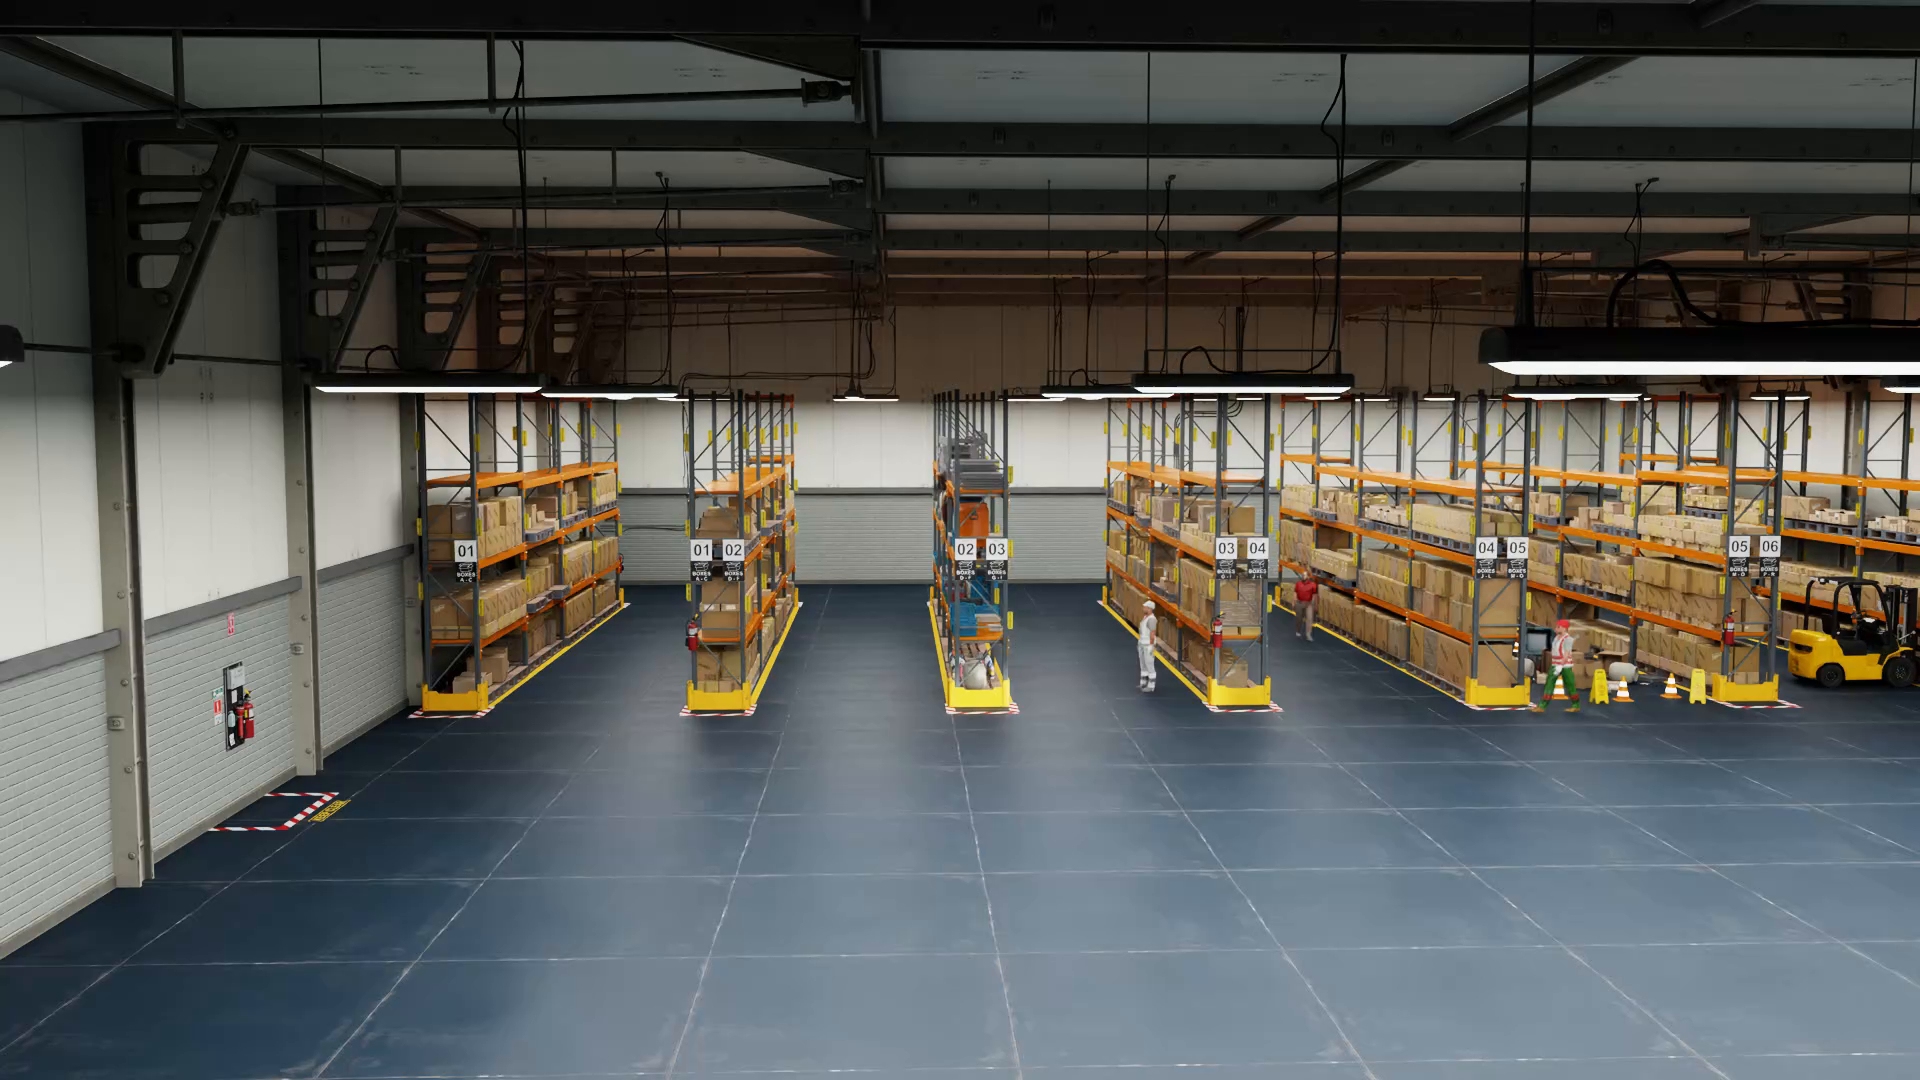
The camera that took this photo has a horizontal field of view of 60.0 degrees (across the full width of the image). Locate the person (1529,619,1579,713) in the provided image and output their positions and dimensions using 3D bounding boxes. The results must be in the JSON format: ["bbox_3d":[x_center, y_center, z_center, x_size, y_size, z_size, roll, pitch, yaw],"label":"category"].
[{"bbox_3d":[11.028,2.332,30.666,0.976,1.738,0.535,-2,5,-26],"label":"person"}]

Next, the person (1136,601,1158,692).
[{"bbox_3d":[3.731,2.107,33.264,0.385,1.795,0.591,-2,5,-19],"label":"person"}]

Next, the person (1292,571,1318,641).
[{"bbox_3d":[8.362,1.593,40.336,0.637,1.683,1.009,0,5,3],"label":"person"}]
